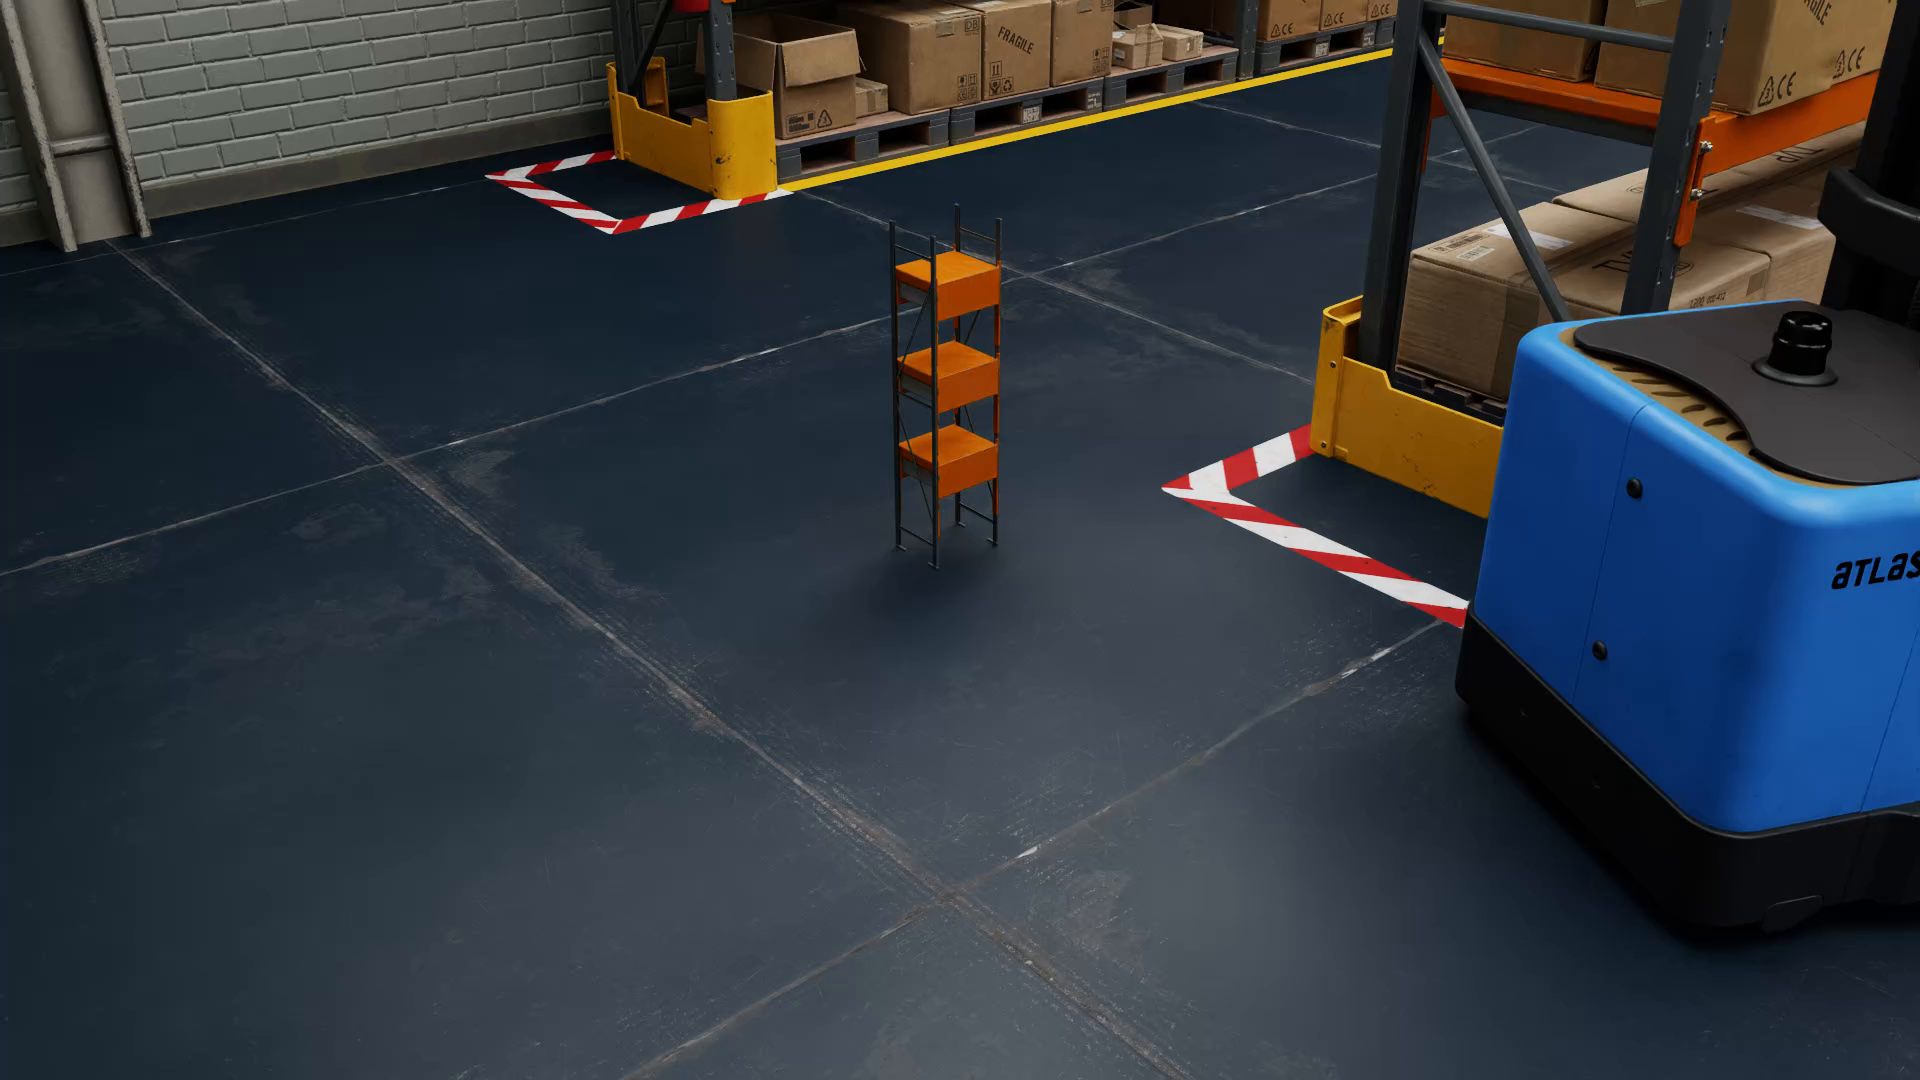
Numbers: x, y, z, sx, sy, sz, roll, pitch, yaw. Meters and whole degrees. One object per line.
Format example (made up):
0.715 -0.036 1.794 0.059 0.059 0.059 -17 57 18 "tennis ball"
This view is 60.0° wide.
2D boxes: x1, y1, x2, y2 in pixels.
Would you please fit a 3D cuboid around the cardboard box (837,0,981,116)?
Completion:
-0.290 -2.766 9.450 0.500 0.500 0.700 -20 34 -33 "cardboard box"

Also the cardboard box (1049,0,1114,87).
0.500 -3.084 10.044 0.500 0.500 0.700 -23 36 -37 "cardboard box"

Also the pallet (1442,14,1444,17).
4.001 -4.285 13.045 1.213 0.211 1.003 -22 35 -35 "pallet"

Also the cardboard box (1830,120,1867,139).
4.228 -1.629 7.389 0.875 0.438 0.875 -22 35 -36 "cardboard box"

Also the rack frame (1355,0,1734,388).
1.732 -1.504 4.882 0.127 3.000 1.000 -22 35 -35 "rack frame"

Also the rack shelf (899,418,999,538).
-0.041 -0.192 5.108 0.240 0.259 0.215 -22 35 -35 "rack shelf"

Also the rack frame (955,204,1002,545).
0.052 -0.484 5.042 0.008 1.050 0.200 -22 35 -35 "rack frame"

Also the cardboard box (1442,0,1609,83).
1.927 -1.791 5.312 0.500 0.500 0.500 -22 35 -35 "cardboard box"

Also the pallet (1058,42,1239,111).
1.028 -3.067 10.765 1.213 0.211 1.003 -22 35 -35 "pallet"

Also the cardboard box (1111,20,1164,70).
1.046 -3.101 10.325 0.258 0.266 0.396 -20 34 -33 "cardboard box"

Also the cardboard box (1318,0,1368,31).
2.463 -3.823 11.427 0.500 0.500 0.500 -22 35 -36 "cardboard box"

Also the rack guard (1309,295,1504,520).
1.714 -0.394 5.457 0.348 0.500 1.175 -22 35 -35 "rack guard"

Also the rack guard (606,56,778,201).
-1.434 -2.203 8.843 0.348 0.500 1.175 -22 35 -35 "rack guard"

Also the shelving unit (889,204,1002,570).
-0.041 -0.447 4.972 0.252 1.050 0.215 -22 35 -35 "shelving unit"

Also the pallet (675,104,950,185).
-0.829 -2.320 9.368 1.213 0.211 1.003 -22 35 -35 "pallet"

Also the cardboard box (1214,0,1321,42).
2.065 -3.656 11.116 0.500 0.500 0.500 -20 34 -33 "cardboard box"

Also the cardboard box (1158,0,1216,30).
1.732 -3.845 11.469 0.500 0.500 0.500 -22 35 -35 "cardboard box"

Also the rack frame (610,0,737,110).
-1.492 -3.283 8.210 0.127 3.000 1.000 -22 35 -35 "rack frame"

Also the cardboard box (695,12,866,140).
-0.965 -2.520 8.986 0.637 0.503 0.797 -24 36 -37 "cardboard box"

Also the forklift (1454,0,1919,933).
2.873 -0.816 3.666 3.031 2.935 1.130 -7 29 -13 "forklift"

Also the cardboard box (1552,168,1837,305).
2.860 -1.080 6.361 0.875 0.438 0.875 -21 34 -34 "cardboard box"

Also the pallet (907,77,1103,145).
0.099 -2.691 10.063 1.213 0.211 1.003 -22 35 -35 "pallet"

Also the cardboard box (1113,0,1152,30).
0.895 -3.388 10.815 0.500 0.311 0.500 -20 34 -33 "cardboard box"

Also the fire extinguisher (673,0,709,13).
-1.304 -2.873 7.922 0.183 0.674 0.296 -22 35 -35 "fire extinguisher"

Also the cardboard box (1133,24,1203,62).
1.317 -3.158 10.557 0.250 0.149 0.380 -23 36 -36 "cardboard box"

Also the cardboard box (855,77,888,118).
-0.617 -2.480 9.287 0.250 0.149 0.380 -24 36 -37 "cardboard box"

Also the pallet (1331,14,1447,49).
3.074 -3.914 12.350 1.213 0.211 1.003 -22 35 -35 "pallet"

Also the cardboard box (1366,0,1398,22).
2.846 -3.974 11.710 0.500 0.500 0.500 -23 36 -36 "cardboard box"

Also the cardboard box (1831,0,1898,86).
2.650 -1.757 5.249 0.500 0.500 0.500 -22 35 -36 "cardboard box"

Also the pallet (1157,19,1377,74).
2.145 -3.539 11.648 1.213 0.211 1.003 -22 35 -35 "pallet"

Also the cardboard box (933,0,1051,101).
0.177 -2.892 9.686 0.500 0.500 0.500 -21 35 -34 "cardboard box"

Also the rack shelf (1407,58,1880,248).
3.254 -1.799 6.196 4.000 0.370 1.077 -22 35 -35 "rack shelf"

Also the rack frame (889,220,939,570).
-0.134 -0.409 4.902 0.008 1.050 0.200 -22 35 -35 "rack frame"

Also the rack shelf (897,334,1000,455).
-0.041 -0.437 4.977 0.240 0.259 0.215 -22 35 -35 "rack shelf"

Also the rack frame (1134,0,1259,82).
1.551 -4.506 10.500 0.127 3.000 1.000 -22 35 -35 "rack frame"

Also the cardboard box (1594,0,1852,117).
2.284 -1.592 4.940 0.500 0.500 0.500 -22 35 -35 "cardboard box"

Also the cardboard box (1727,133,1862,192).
3.547 -1.355 6.876 0.875 0.438 0.875 -23 36 -36 "cardboard box"

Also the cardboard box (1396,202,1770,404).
2.169 -0.797 5.832 0.875 0.438 0.875 -23 36 -37 "cardboard box"

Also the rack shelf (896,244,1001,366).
-0.041 -0.688 4.843 0.240 0.259 0.215 -22 35 -35 "rack shelf"

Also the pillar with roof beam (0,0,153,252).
-1.334 -3.883 2.969 0.400 9.000 9.100 -22 35 -35 "pillar with roof beam"

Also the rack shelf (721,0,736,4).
0.029 -3.577 9.525 4.000 0.370 1.077 -22 35 -35 "rack shelf"

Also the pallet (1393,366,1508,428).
2.290 -0.547 6.049 1.213 0.211 1.003 -22 35 -35 "pallet"
